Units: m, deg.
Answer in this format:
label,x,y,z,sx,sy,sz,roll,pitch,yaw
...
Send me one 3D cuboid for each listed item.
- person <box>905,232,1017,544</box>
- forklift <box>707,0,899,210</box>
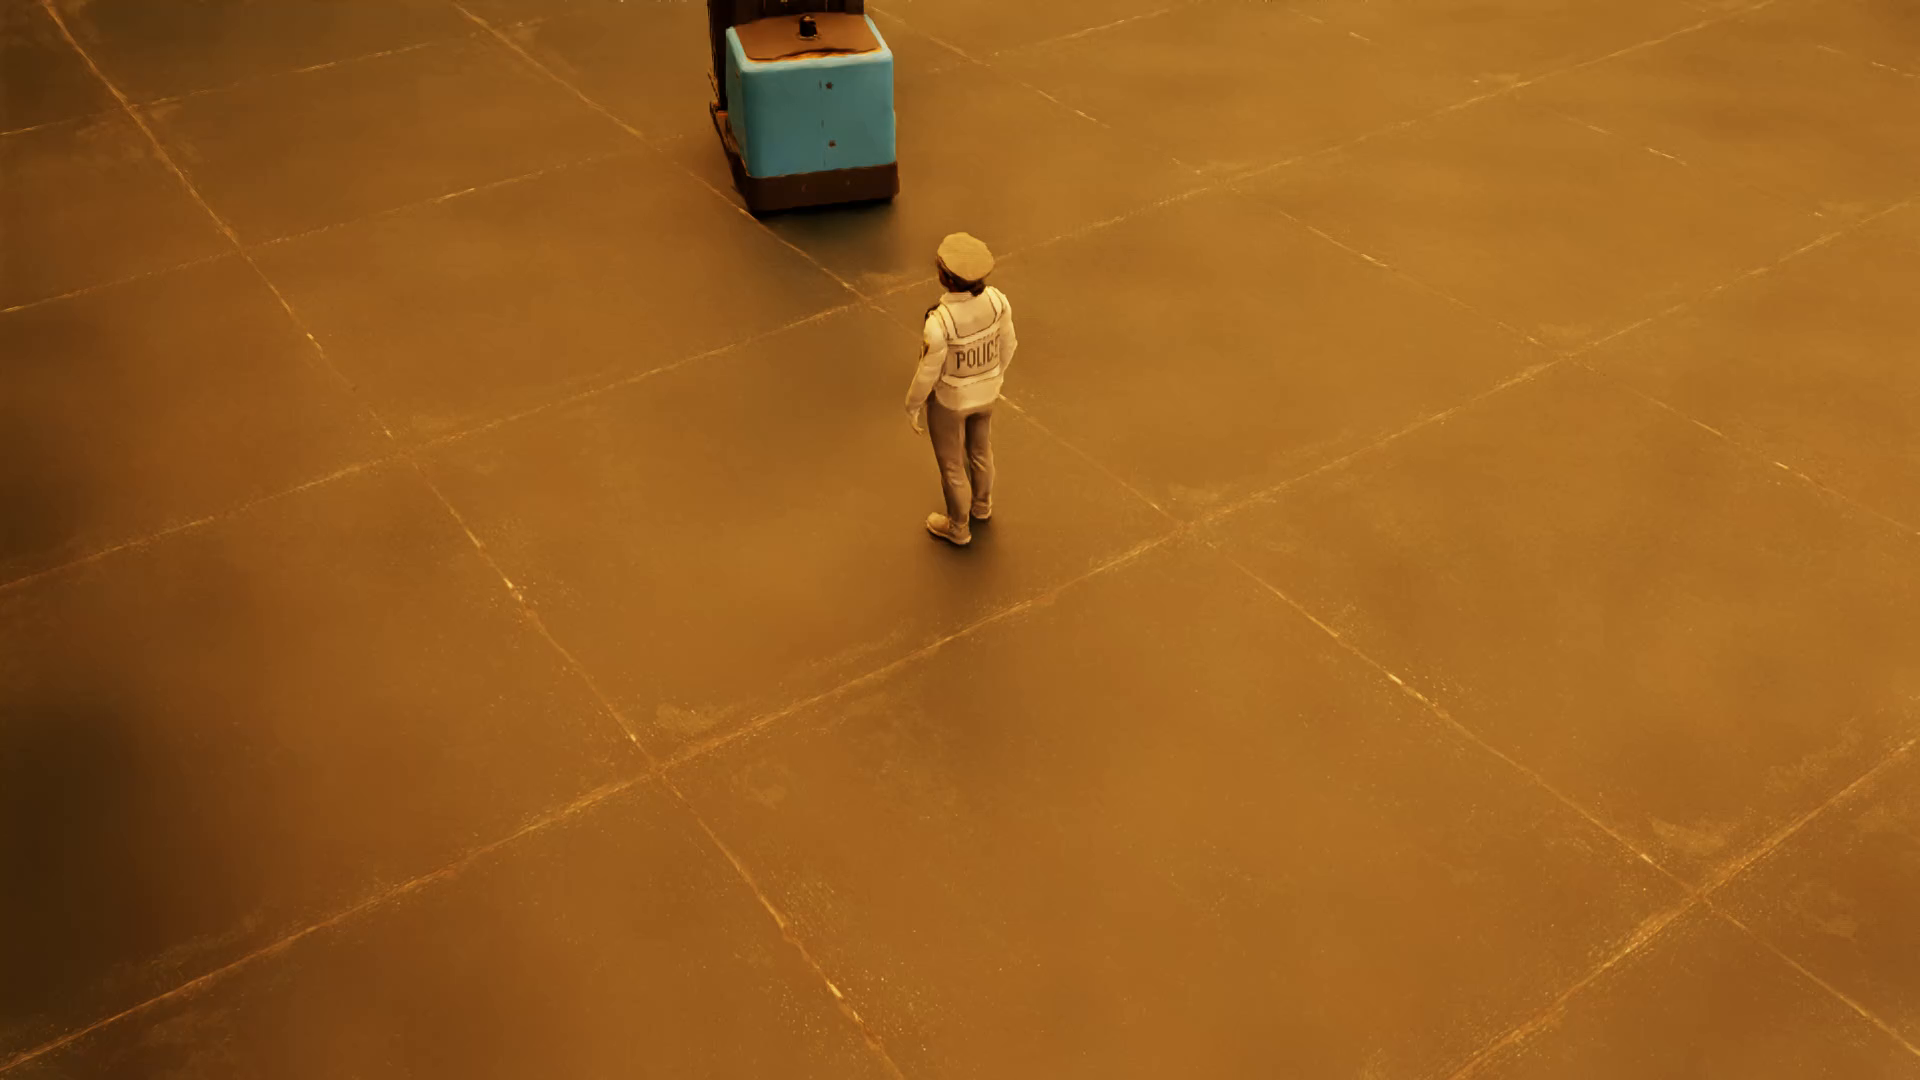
label,x,y,z,sx,sy,sz,roll,pitch,yaw
person,-0.033,-0.722,7.949,0.586,1.695,0.532,-23,42,-28
forklift,-1.287,-4.300,11.759,1.130,2.935,3.031,-9,37,-11
